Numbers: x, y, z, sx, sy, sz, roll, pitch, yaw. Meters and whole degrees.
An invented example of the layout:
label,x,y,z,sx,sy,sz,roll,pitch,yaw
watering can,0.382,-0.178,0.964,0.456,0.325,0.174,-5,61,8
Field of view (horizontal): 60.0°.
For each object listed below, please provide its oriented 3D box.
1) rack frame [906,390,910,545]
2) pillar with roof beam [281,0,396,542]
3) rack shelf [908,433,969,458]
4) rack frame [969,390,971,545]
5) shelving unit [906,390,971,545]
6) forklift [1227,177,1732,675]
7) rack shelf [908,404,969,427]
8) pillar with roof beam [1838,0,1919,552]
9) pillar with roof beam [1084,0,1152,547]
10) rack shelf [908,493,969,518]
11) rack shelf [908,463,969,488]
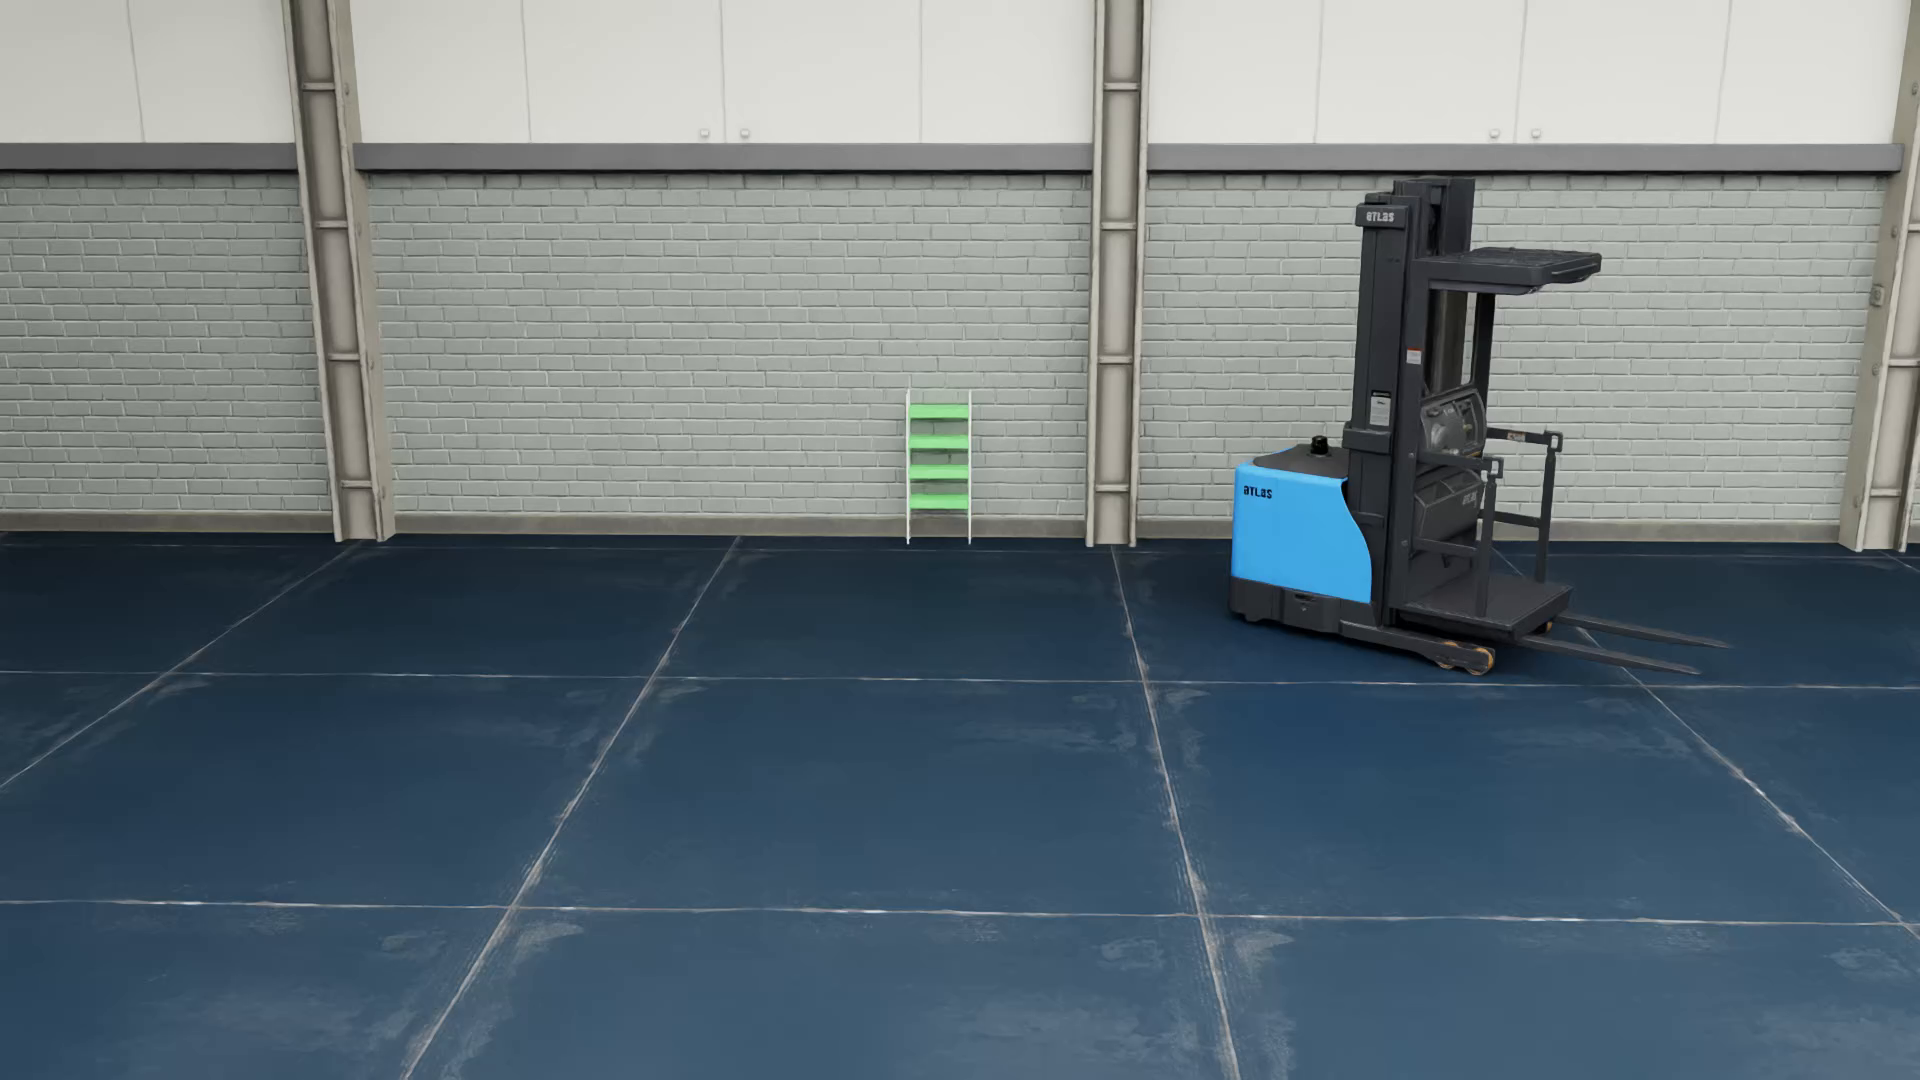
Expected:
label,x,y,z,sx,sy,sz,roll,pitch,yaw
rack frame,-0.409,-0.576,13.158,0.015,1.200,0.240,0,13,1
pillar with roof beam,-4.909,-3.279,8.129,0.400,9.000,9.100,0,15,1
rack shelf,-0.165,-0.746,13.113,0.480,0.148,0.258,0,13,1
rack frame,0.079,-0.574,13.150,0.015,1.200,0.240,0,13,1
shelving unit,-0.165,-0.575,13.154,0.503,1.200,0.258,0,13,1
forklift,3.280,-0.740,10.400,3.031,2.935,1.130,12,19,37
rack shelf,-0.165,-0.979,13.057,0.480,0.148,0.258,0,13,1
pillar with roof beam,7.087,-3.201,7.833,0.400,9.000,9.100,0,15,1
pillar with roof beam,1.089,-3.240,7.981,0.400,9.000,9.100,0,15,1
rack shelf,-0.166,-0.279,13.224,0.480,0.148,0.258,0,13,1
rack shelf,-0.165,-0.512,13.168,0.480,0.148,0.258,0,13,1
